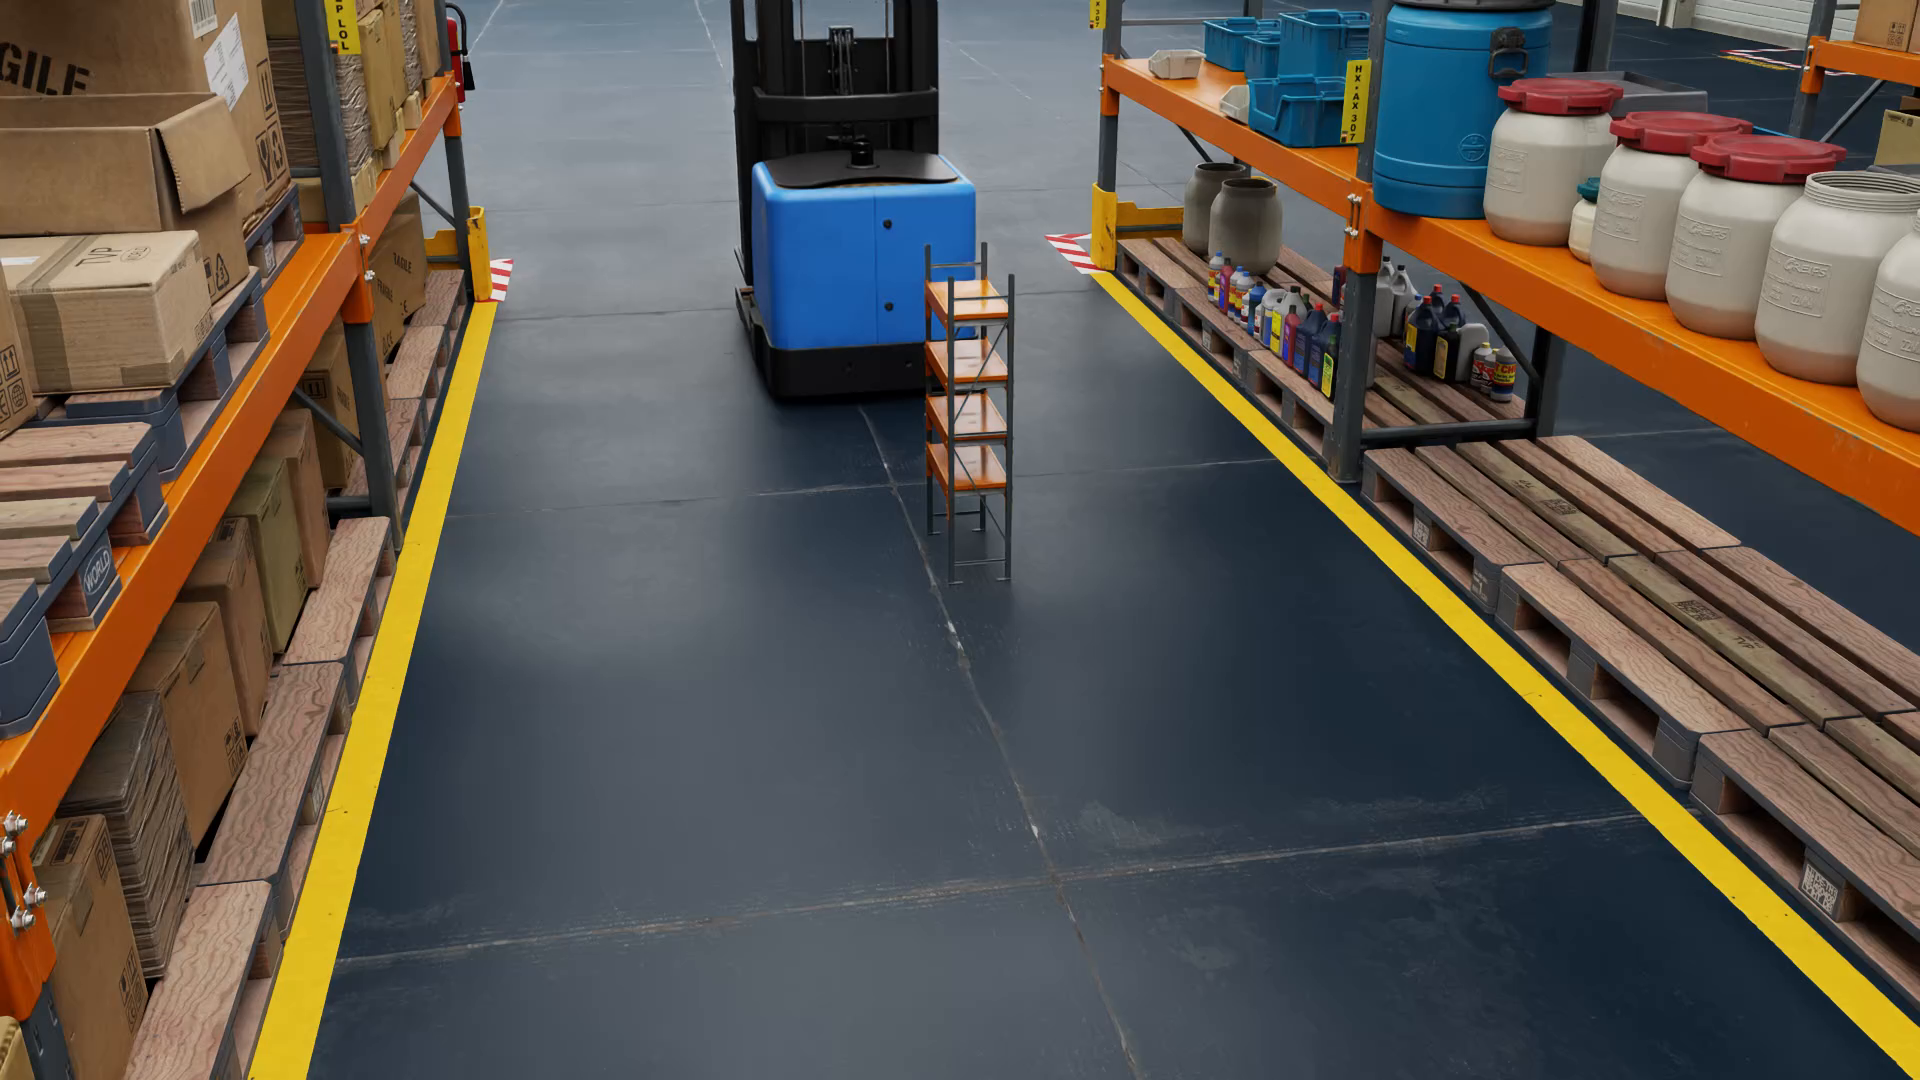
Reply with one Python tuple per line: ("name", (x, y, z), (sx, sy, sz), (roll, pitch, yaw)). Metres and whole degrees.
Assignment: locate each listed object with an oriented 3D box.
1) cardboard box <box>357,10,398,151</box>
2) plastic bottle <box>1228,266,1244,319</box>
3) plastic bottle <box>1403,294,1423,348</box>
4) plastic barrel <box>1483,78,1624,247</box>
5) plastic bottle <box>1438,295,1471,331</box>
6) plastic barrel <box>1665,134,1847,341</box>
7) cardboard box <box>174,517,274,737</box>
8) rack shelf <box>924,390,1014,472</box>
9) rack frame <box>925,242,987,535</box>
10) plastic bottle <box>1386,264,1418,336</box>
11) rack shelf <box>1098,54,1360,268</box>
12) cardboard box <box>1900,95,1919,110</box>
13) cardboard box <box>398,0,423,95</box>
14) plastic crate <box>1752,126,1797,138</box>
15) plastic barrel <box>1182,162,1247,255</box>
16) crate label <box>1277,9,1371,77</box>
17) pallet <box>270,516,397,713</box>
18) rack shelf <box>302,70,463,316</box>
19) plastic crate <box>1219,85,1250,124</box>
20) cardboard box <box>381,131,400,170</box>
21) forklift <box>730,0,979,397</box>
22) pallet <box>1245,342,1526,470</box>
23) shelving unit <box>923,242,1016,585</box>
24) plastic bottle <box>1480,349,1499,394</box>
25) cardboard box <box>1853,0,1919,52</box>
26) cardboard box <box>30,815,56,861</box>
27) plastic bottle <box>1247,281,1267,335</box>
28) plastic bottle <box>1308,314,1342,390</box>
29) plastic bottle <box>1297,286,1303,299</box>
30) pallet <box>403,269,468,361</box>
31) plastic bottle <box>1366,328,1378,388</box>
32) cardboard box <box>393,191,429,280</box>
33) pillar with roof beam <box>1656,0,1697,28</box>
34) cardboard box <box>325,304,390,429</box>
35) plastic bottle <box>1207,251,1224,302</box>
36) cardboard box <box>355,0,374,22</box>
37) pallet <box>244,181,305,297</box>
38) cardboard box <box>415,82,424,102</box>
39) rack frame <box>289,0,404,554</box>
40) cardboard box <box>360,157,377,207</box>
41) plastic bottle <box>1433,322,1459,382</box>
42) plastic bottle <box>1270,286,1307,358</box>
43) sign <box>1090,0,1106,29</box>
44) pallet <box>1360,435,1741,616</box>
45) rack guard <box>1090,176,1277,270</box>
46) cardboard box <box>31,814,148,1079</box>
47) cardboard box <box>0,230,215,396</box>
("cardboard box", (-2.811, -1.870, 6.788), (0.875, 0.500, 0.500), (-4, 24, -10))
("plastic bottle", (1.490, -1.328, 8.901), (0.097, 0.271, 0.097), (0, 24, 0))
("plastic bottle", (2.297, -1.103, 8.386), (0.097, 0.271, 0.097), (0, 24, 0))
("plastic barrel", (2.098, -1.344, 5.909), (0.433, 0.535, 0.433), (0, 24, 0))
("plastic bottle", (2.396, -1.010, 8.074), (0.144, 0.351, 0.185), (-4, 24, -8))
("plastic barrel", (2.314, -0.885, 4.859), (0.433, 0.535, 0.433), (0, 24, 0))
("cardboard box", (-2.465, 0.289, 4.915), (0.700, 0.500, 0.500), (-6, 24, -14))
("rack shelf", (0.031, -0.423, 6.388), (0.258, 0.148, 0.480), (-4, 24, -10))
("rack frame", (-0.015, -0.581, 6.581), (0.240, 1.200, 0.015), (-4, 24, -10))
("plastic bottle", (2.282, -1.251, 8.627), (0.144, 0.351, 0.185), (-4, 24, -10))
("rack shelf", (1.767, -2.131, 8.780), (1.077, 0.370, 4.000), (-4, 24, -10))
("cardboard box", (6.658, -2.700, 11.157), (0.500, 0.500, 0.500), (-4, 24, -10))
("cardboard box", (-3.135, -2.457, 8.131), (0.875, 0.500, 0.500), (-4, 24, -10))
("plastic crate", (2.647, -1.256, 5.897), (0.392, 0.384, 0.575), (-4, 24, -10))
("plastic barrel", (1.594, -2.046, 10.272), (0.421, 0.512, 0.421), (0, 24, 0))
("crate label", (2.003, -2.560, 8.819), (0.502, 0.435, 0.616), (-4, 24, -10))
("pallet", (-2.585, 0.277, 5.853), (1.003, 0.211, 1.213), (-4, 24, -10))
("rack shelf", (-3.100, -1.764, 7.941), (1.077, 0.370, 4.000), (-4, 24, -10))
("plastic crate", (1.588, -2.173, 8.307), (0.530, 0.136, 0.437), (-4, 24, -10))
("cardboard box", (-2.643, -1.694, 7.194), (0.380, 0.149, 0.250), (-4, 24, -10))
("forklift", (-0.708, -2.610, 9.065), (1.130, 2.935, 3.031), (-5, 24, -11))
("pallet", (2.054, -0.663, 8.005), (1.003, 0.211, 1.213), (-4, 24, -10))
("shelving unit", (0.031, -0.485, 6.361), (0.258, 1.200, 0.503), (-4, 24, -10))
("plastic bottle", (2.490, -0.791, 7.760), (0.097, 0.201, 0.097), (0, 24, 0))
("cardboard box", (6.340, -3.474, 10.831), (0.700, 0.500, 0.500), (-4, 24, -10))
("cardboard box", (-2.144, 0.605, 3.254), (0.500, 0.250, 0.500), (-3, 24, -8))
("plastic bottle", (1.546, -1.209, 8.628), (0.097, 0.271, 0.097), (0, 24, 0))
("plastic bottle", (1.735, -0.894, 7.808), (0.144, 0.351, 0.185), (-5, 24, -11))
("plastic bottle", (1.718, -1.138, 8.451), (0.061, 0.283, 0.133), (-4, 24, -10))
("pallet", (-3.341, -1.251, 9.350), (1.003, 0.211, 1.213), (-4, 24, -10))
("plastic bottle", (1.876, -0.904, 7.833), (0.144, 0.351, 0.185), (-4, 24, -10))
("cardboard box", (-3.371, -1.681, 9.449), (0.500, 0.500, 0.500), (0, 24, 0))
("pillar with roof beam", (5.663, -10.920, 20.509), (9.100, 9.000, 0.400), (-4, 24, -10))
("cardboard box", (-2.879, -0.739, 7.293), (0.500, 0.500, 0.500), (3, 24, 7))
("plastic bottle", (1.426, -1.462, 9.210), (0.097, 0.271, 0.097), (0, 24, 0))
("cardboard box", (-2.658, -2.340, 6.614), (0.500, 0.500, 0.500), (-4, 24, -10))
("pallet", (-2.732, -0.908, 5.321), (1.003, 0.211, 1.213), (-4, 24, -10))
("cardboard box", (-3.041, -2.376, 8.757), (0.380, 0.149, 0.250), (-4, 24, -10))
("rack frame", (-2.731, -1.307, 5.996), (1.000, 3.000, 0.127), (-4, 24, -10))
("cardboard box", (-2.508, -1.398, 6.518), (0.380, 0.149, 0.250), (-4, 24, -10))
("plastic bottle", (2.318, -0.906, 7.920), (0.061, 0.283, 0.133), (-4, 24, -10))
("plastic bottle", (1.639, -1.096, 8.272), (0.144, 0.351, 0.185), (-4, 24, -10))
("sign", (0.856, -3.335, 10.293), (0.100, 0.325, 0.005), (-4, 24, -10))
("pallet", (2.320, -0.090, 6.692), (1.003, 0.211, 1.213), (-4, 24, -10))
("rack guard", (1.458, -2.075, 10.877), (1.175, 0.500, 0.348), (-4, 24, -10))
("cardboard box", (-2.134, 0.948, 3.405), (0.700, 0.500, 0.500), (-6, 24, -13))
("cardboard box", (-2.075, -0.534, 3.888), (0.500, 0.250, 0.500), (-5, 24, -11))
